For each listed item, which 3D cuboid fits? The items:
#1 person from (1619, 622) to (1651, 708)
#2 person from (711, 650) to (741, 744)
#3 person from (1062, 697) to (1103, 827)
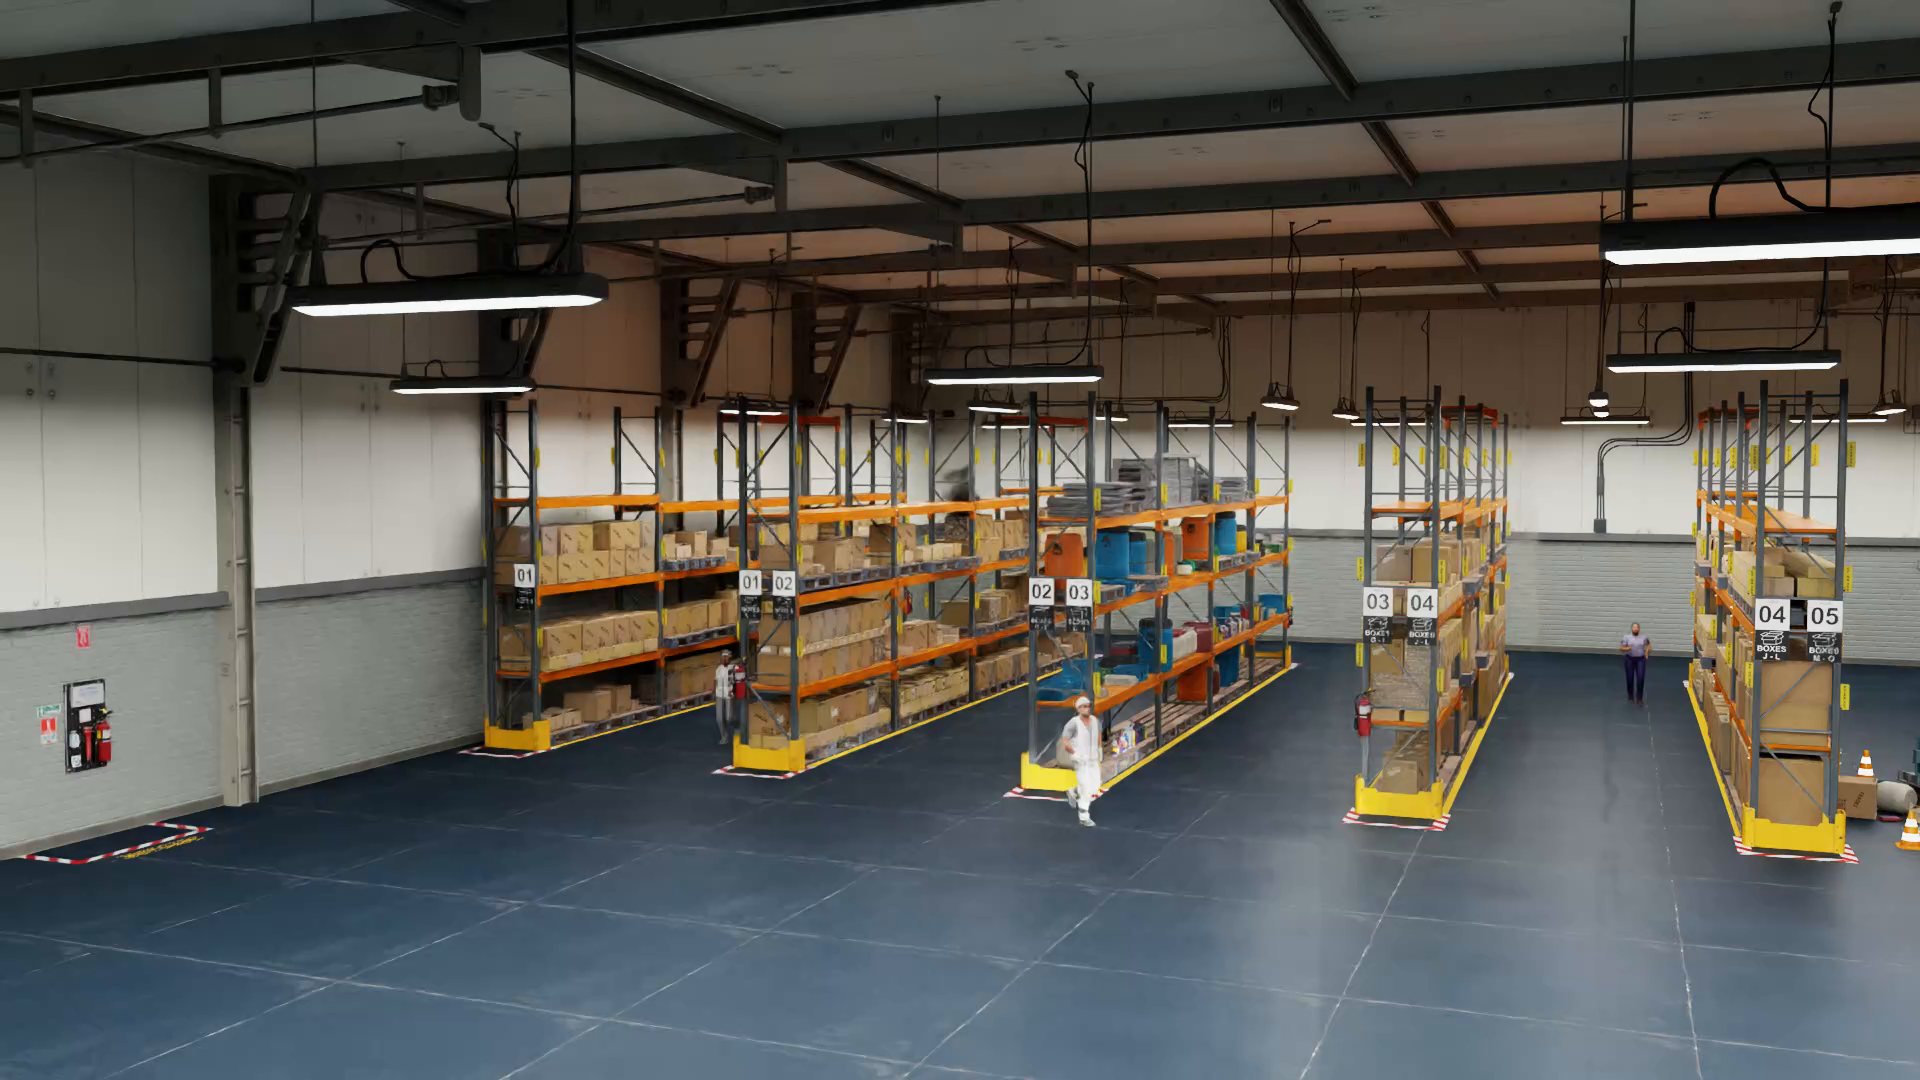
[{"bbox_3d":[13.672,2.501,33.689,0.598,1.672,0.875,1,3,19],"label":"person"},{"bbox_3d":[-4.088,2.738,29.164,0.574,1.644,0.586,1,3,16],"label":"person"},{"bbox_3d":[1.663,3.006,22.756,0.660,1.758,0.681,-2,3,-31],"label":"person"}]
